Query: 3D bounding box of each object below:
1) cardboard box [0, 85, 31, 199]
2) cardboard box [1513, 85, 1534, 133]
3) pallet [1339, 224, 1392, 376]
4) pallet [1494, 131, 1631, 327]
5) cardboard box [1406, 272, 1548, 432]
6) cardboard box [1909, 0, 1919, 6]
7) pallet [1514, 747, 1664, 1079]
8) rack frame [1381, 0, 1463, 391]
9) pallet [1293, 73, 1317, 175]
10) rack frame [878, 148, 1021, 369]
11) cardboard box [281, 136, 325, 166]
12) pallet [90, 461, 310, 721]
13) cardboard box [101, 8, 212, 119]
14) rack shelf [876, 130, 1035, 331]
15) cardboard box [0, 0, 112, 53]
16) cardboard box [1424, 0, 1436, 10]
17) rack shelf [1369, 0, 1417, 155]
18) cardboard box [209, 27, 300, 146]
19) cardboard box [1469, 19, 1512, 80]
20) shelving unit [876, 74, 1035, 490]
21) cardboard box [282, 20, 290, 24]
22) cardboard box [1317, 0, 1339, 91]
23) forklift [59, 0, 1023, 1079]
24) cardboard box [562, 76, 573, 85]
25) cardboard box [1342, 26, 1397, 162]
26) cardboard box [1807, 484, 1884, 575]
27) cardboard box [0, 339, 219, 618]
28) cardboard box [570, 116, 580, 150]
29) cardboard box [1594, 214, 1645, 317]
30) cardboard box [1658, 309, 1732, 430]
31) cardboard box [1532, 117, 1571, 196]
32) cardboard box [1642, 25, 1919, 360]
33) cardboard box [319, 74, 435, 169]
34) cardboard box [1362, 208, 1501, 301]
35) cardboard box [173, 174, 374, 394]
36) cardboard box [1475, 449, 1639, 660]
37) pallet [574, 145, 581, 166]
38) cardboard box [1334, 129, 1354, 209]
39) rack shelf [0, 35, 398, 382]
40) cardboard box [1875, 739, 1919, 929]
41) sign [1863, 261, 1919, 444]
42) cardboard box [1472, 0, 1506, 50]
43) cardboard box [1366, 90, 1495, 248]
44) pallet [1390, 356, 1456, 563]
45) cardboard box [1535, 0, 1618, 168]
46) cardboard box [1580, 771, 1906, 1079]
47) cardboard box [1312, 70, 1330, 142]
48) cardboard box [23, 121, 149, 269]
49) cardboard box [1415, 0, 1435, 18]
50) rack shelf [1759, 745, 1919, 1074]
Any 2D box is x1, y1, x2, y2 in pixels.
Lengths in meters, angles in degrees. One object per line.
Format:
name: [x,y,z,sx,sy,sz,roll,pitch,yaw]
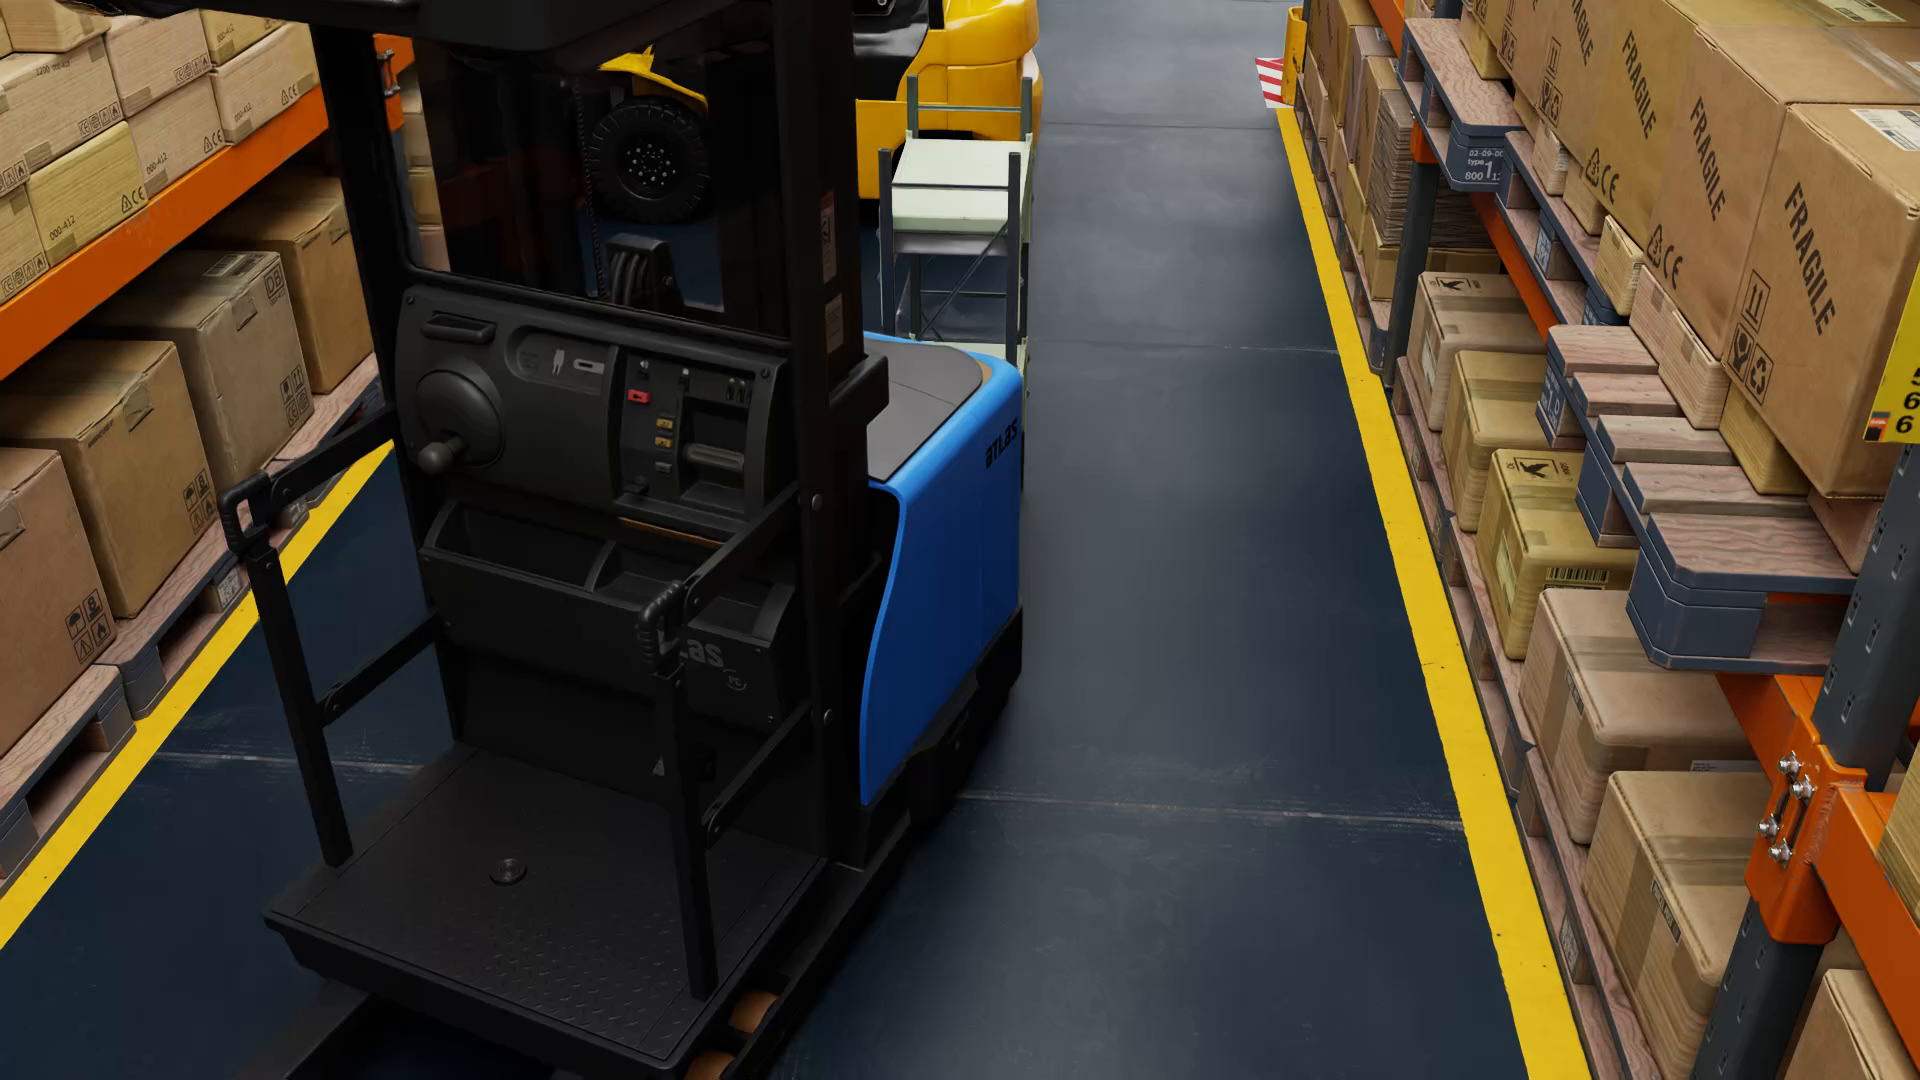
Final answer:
cardboard box: [-2.668,-0.918,4.047,0.500,0.250,0.500,2,32,3]
cardboard box: [1.824,-1.276,4.801,0.380,0.149,0.250,3,32,5]
pallet: [2.242,-1.060,7.268,1.003,0.211,1.213,2,32,4]
pallet: [2.018,-0.758,4.303,1.003,0.211,1.213,2,32,4]
cardboard box: [2.183,-0.680,6.099,0.950,0.372,0.625,3,32,5]
cardboard box: [2.237,-0.927,3.616,0.500,0.500,0.500,3,32,5]
pallet: [1.962,0.976,3.965,1.003,0.211,1.213,2,32,4]
rack frame: [2.223,-1.894,5.965,1.000,3.000,0.127,2,32,4]
pallet: [2.441,-2.336,9.339,1.003,0.211,1.213,2,32,4]
rack frame: [-0.029,-0.451,5.052,0.400,1.500,0.023,2,32,4]
cardboard box: [-2.877,-1.804,7.085,0.500,0.250,0.500,3,32,5]
pallet: [-2.842,0.109,5.371,1.003,0.211,1.213,2,32,4]
cardboard box: [-2.592,-1.449,4.909,0.500,0.250,0.500,3,32,5]
rack shelf: [0.001,-0.974,5.157,0.431,0.370,0.720,2,32,4]
cardboard box: [-2.550,-1.424,4.487,0.380,0.149,0.250,2,32,3]
cardboard box: [2.011,-2.306,6.255,0.500,0.500,0.500,2,32,3]
rack shelf: [2.386,-2.634,7.850,1.077,0.370,4.000,2,32,4]
cardboard box: [-2.540,-1.503,5.472,0.500,0.250,0.500,2,32,4]
cardboard box: [1.834,-1.560,5.262,0.380,0.149,0.250,3,32,5]
shelving unit: [0.001,-0.642,5.362,0.431,1.500,0.755,2,32,4]
cardboard box: [-2.510,-1.986,5.779,0.500,0.250,0.500,2,32,3]
cardboard box: [2.168,-2.617,8.644,0.500,0.500,0.500,1,32,2]
forklift: [-0.882,-0.221,3.314,1.130,2.935,3.031,13,34,20]
cardboard box: [-2.244,-2.355,8.456,0.500,0.250,0.500,2,32,4]
cardboard box: [2.084,-2.075,7.764,0.500,0.500,0.500,4,32,7]
cardboard box: [1.690,-0.056,2.821,0.380,0.149,0.250,4,32,6]
cardboard box: [-2.886,-0.200,5.079,0.875,0.625,0.625,1,32,2]
cardboard box: [-2.242,-2.151,8.603,0.500,0.250,0.500,3,32,6]
cardboard box: [1.652,-0.609,3.718,0.380,0.149,0.250,3,32,5]
cardboard box: [1.615,-0.333,3.270,0.380,0.149,0.250,2,32,4]
cardboard box: [1.729,-1.010,4.369,0.380,0.149,0.250,4,32,6]
cardboard box: [1.688,-0.671,3.201,0.500,0.500,0.500,2,32,3]
cardboard box: [-2.372,-1.778,7.043,0.500,0.250,0.500,2,32,3]
cardboard box: [2.003,-1.223,7.096,0.500,0.250,0.500,4,32,6]
cardboard box: [-2.756,-0.999,6.375,0.875,0.625,0.625,4,32,6]
cardboard box: [2.073,0.060,4.898,0.950,0.372,0.625,3,32,6]
pallet: [-2.521,-1.971,8.747,1.003,0.211,1.213,2,32,4]
cardboard box: [2.083,-1.768,7.980,0.500,0.250,0.500,3,32,5]
rack shelf: [-2.887,-0.752,4.797,1.077,0.370,4.000,2,32,4]
cardboard box: [1.607,0.506,2.212,0.500,0.250,0.500,2,32,3]
sign: [1.356,-0.280,2.317,0.100,0.325,0.005,2,32,4]
cardboard box: [1.859,-1.747,4.947,0.500,0.500,0.500,3,32,4]
cardboard box: [2.004,-1.542,6.900,0.500,0.500,0.500,2,32,3]
pallet: [2.161,-0.300,6.035,1.003,0.211,1.213,2,32,4]
cardboard box: [1.774,-1.220,4.092,0.500,0.500,0.500,1,32,2]
cardboard box: [1.953,0.842,3.629,0.950,0.372,0.625,0,32,1]
cardboard box: [2.158,-2.317,8.872,0.500,0.250,0.500,4,32,6]
cardboard box: [-2.646,-0.974,4.614,0.500,0.250,0.500,3,32,6]
cardboard box: [1.945,-1.968,6.324,0.380,0.149,0.250,2,32,3]
rack shelf: [1.735,1.549,1.062,1.077,0.370,4.000,2,32,4]
